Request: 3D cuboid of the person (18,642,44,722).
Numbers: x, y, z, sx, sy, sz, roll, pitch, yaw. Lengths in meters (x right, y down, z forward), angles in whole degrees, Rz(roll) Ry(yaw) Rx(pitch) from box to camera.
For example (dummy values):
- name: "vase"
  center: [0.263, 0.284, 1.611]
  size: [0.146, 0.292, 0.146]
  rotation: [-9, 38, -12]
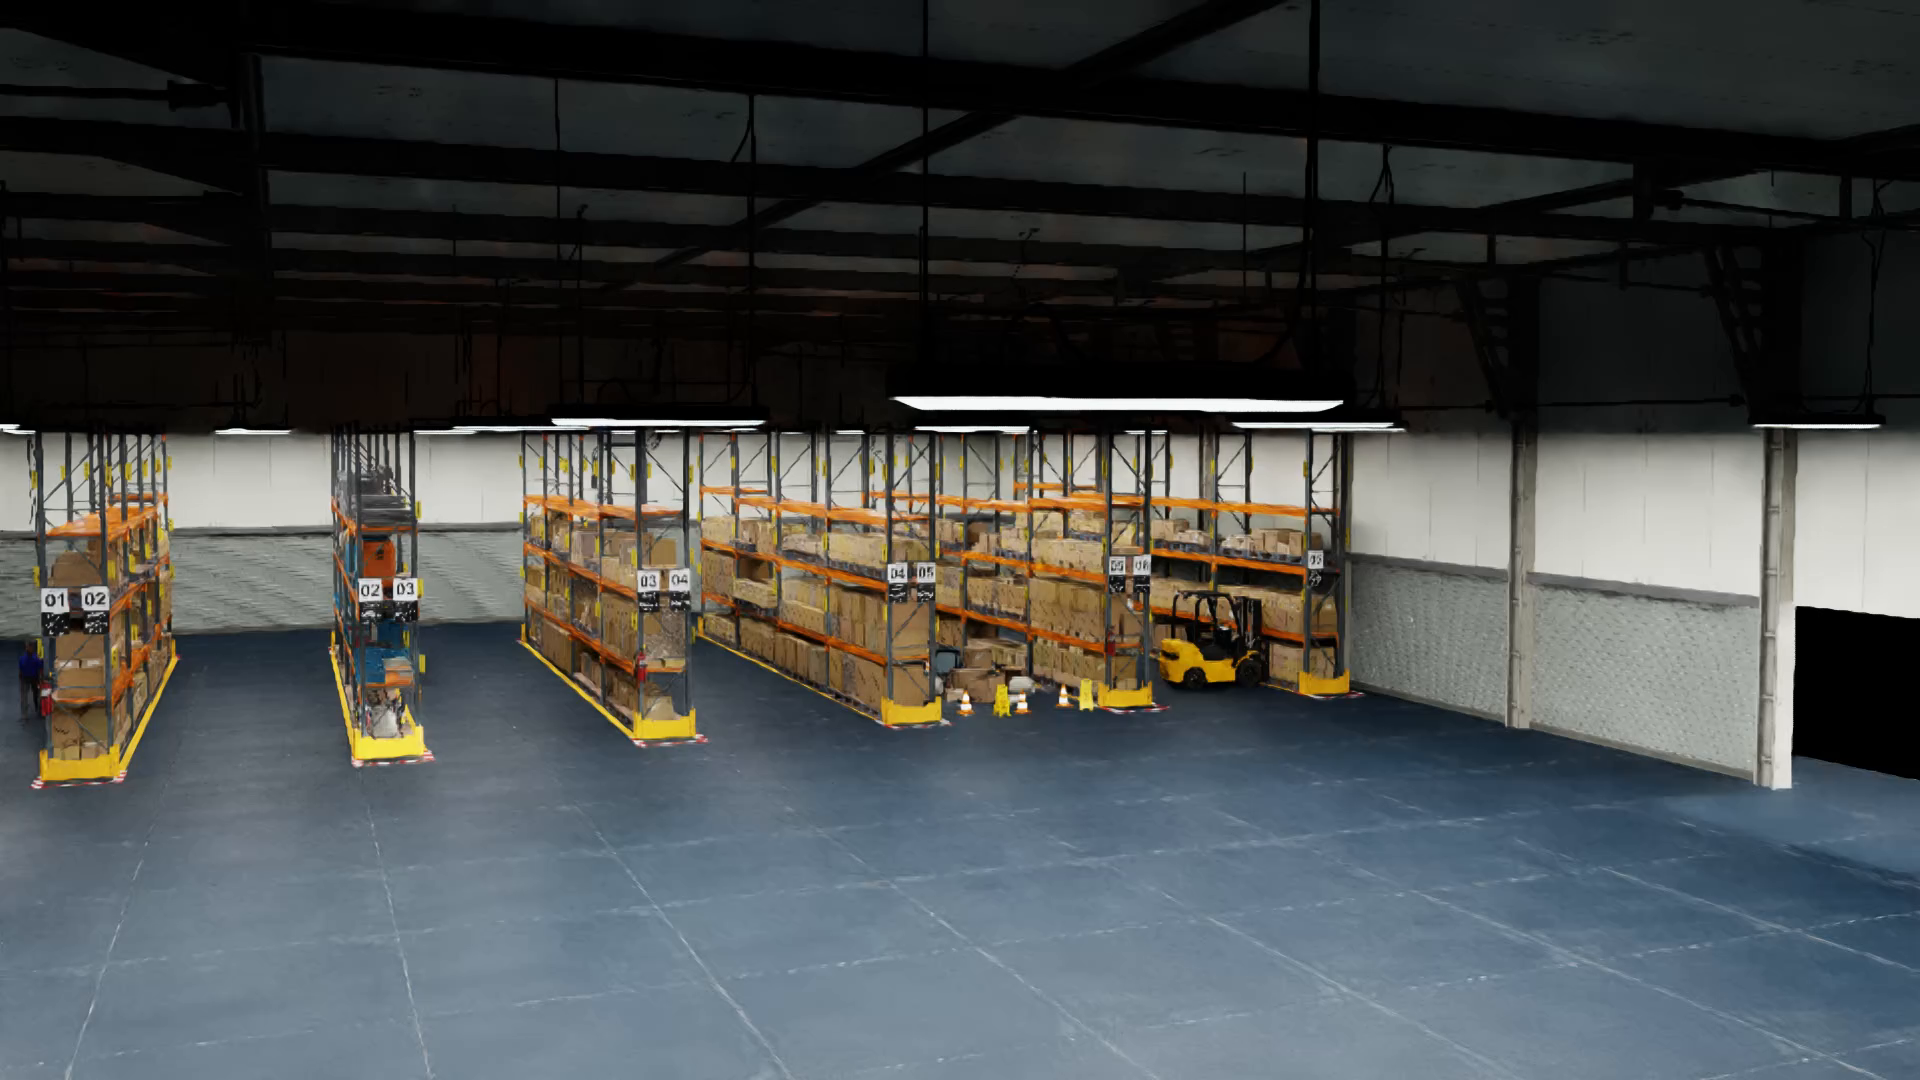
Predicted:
- name: "person"
  center: [-18.684, 2.827, 33.458]
  size: [0.445, 1.574, 1.091]
  rotation: [-2, 4, -24]

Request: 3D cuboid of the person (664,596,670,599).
- name: "person"
  center: [-8.739, 1.742, 50.023]
  size: [0.569, 1.713, 0.721]
  rotation: [3, 5, 40]

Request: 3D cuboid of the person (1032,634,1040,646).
- name: "person"
  center: [2.057, 2.126, 44.621]
  size: [0.527, 1.592, 0.522]
  rotation: [0, 4, 8]

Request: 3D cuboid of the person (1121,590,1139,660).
- name: "person"
  center: [4.249, 2.167, 42.502]
  size: [0.634, 1.764, 0.693]
  rotation: [0, 4, 2]
